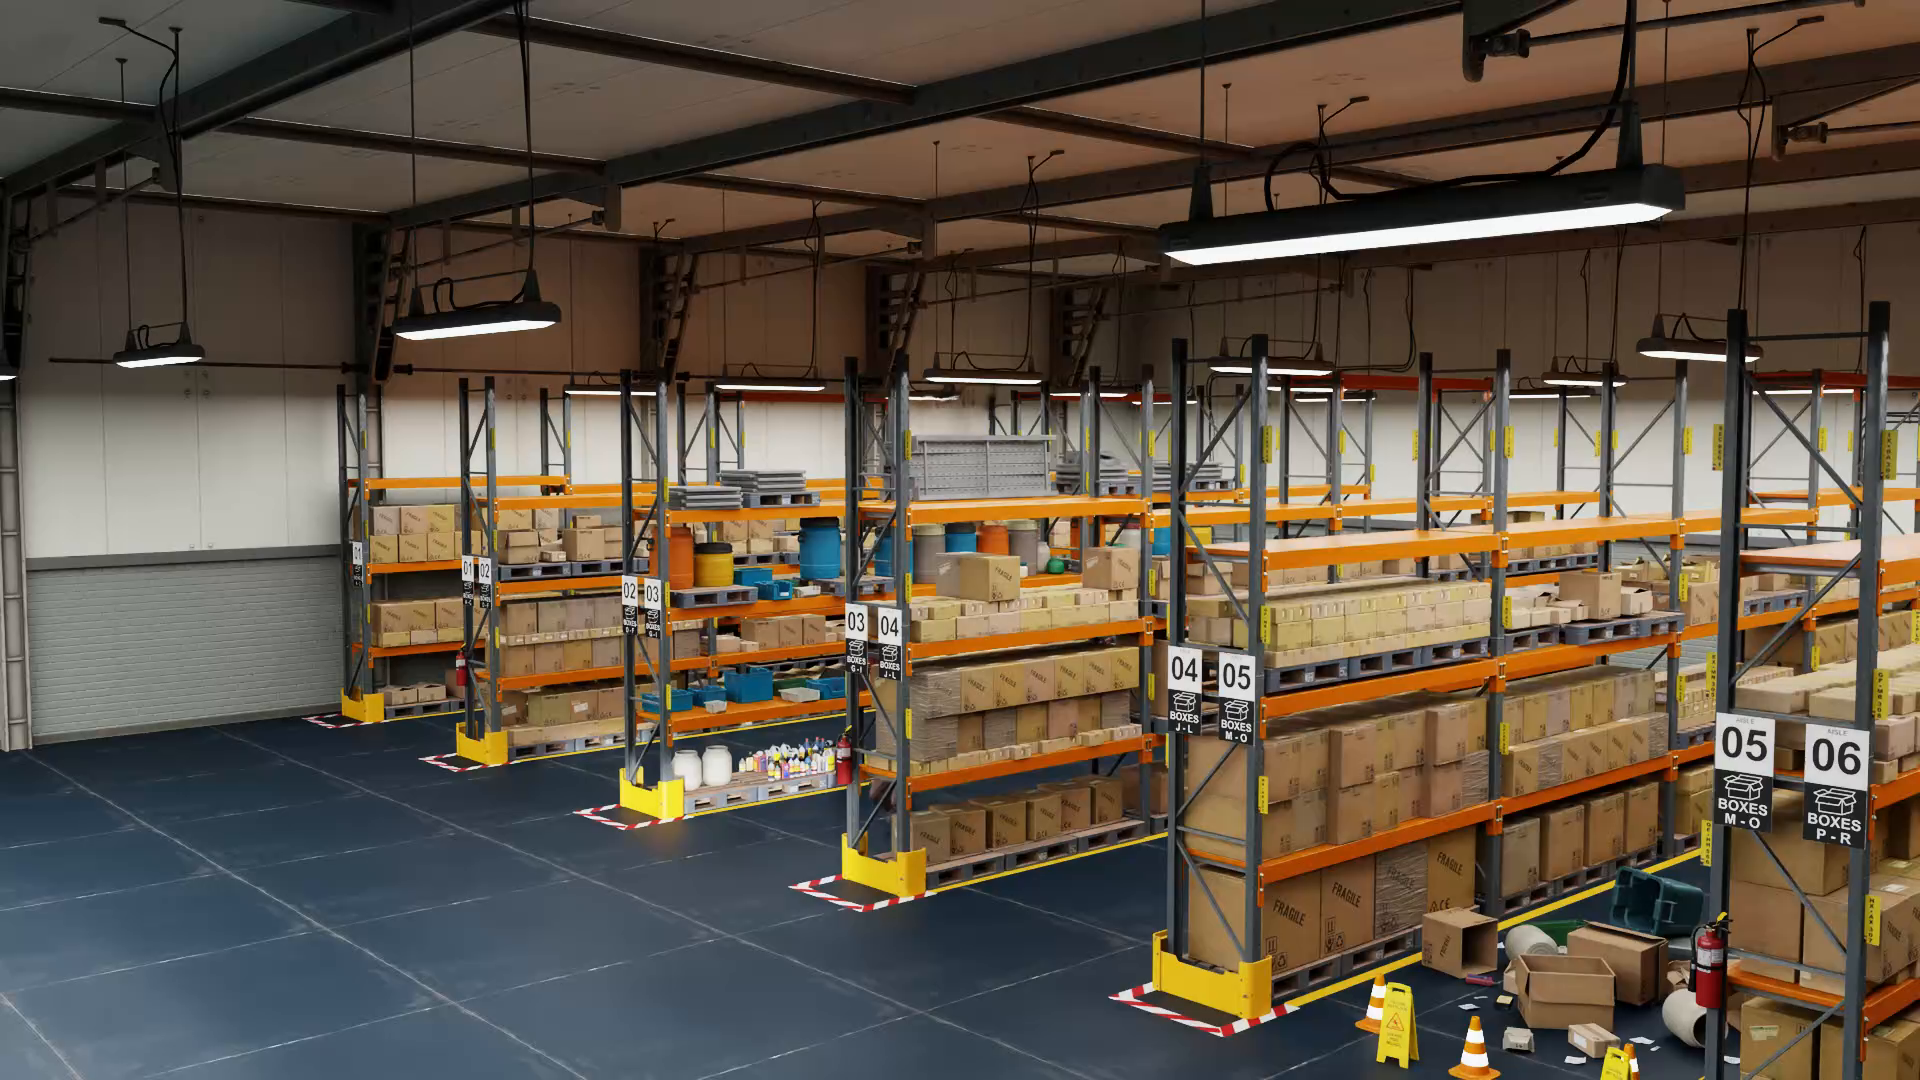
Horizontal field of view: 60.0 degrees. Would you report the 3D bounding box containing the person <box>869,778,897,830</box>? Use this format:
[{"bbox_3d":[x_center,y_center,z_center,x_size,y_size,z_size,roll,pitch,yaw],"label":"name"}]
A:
[{"bbox_3d":[-0.841,2.929,21.141,0.638,1.678,0.660,-3,5,-41],"label":"person"}]

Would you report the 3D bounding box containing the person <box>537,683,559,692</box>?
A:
[{"bbox_3d":[-7.116,2.428,28.958,0.740,1.718,0.700,4,5,44],"label":"person"}]
